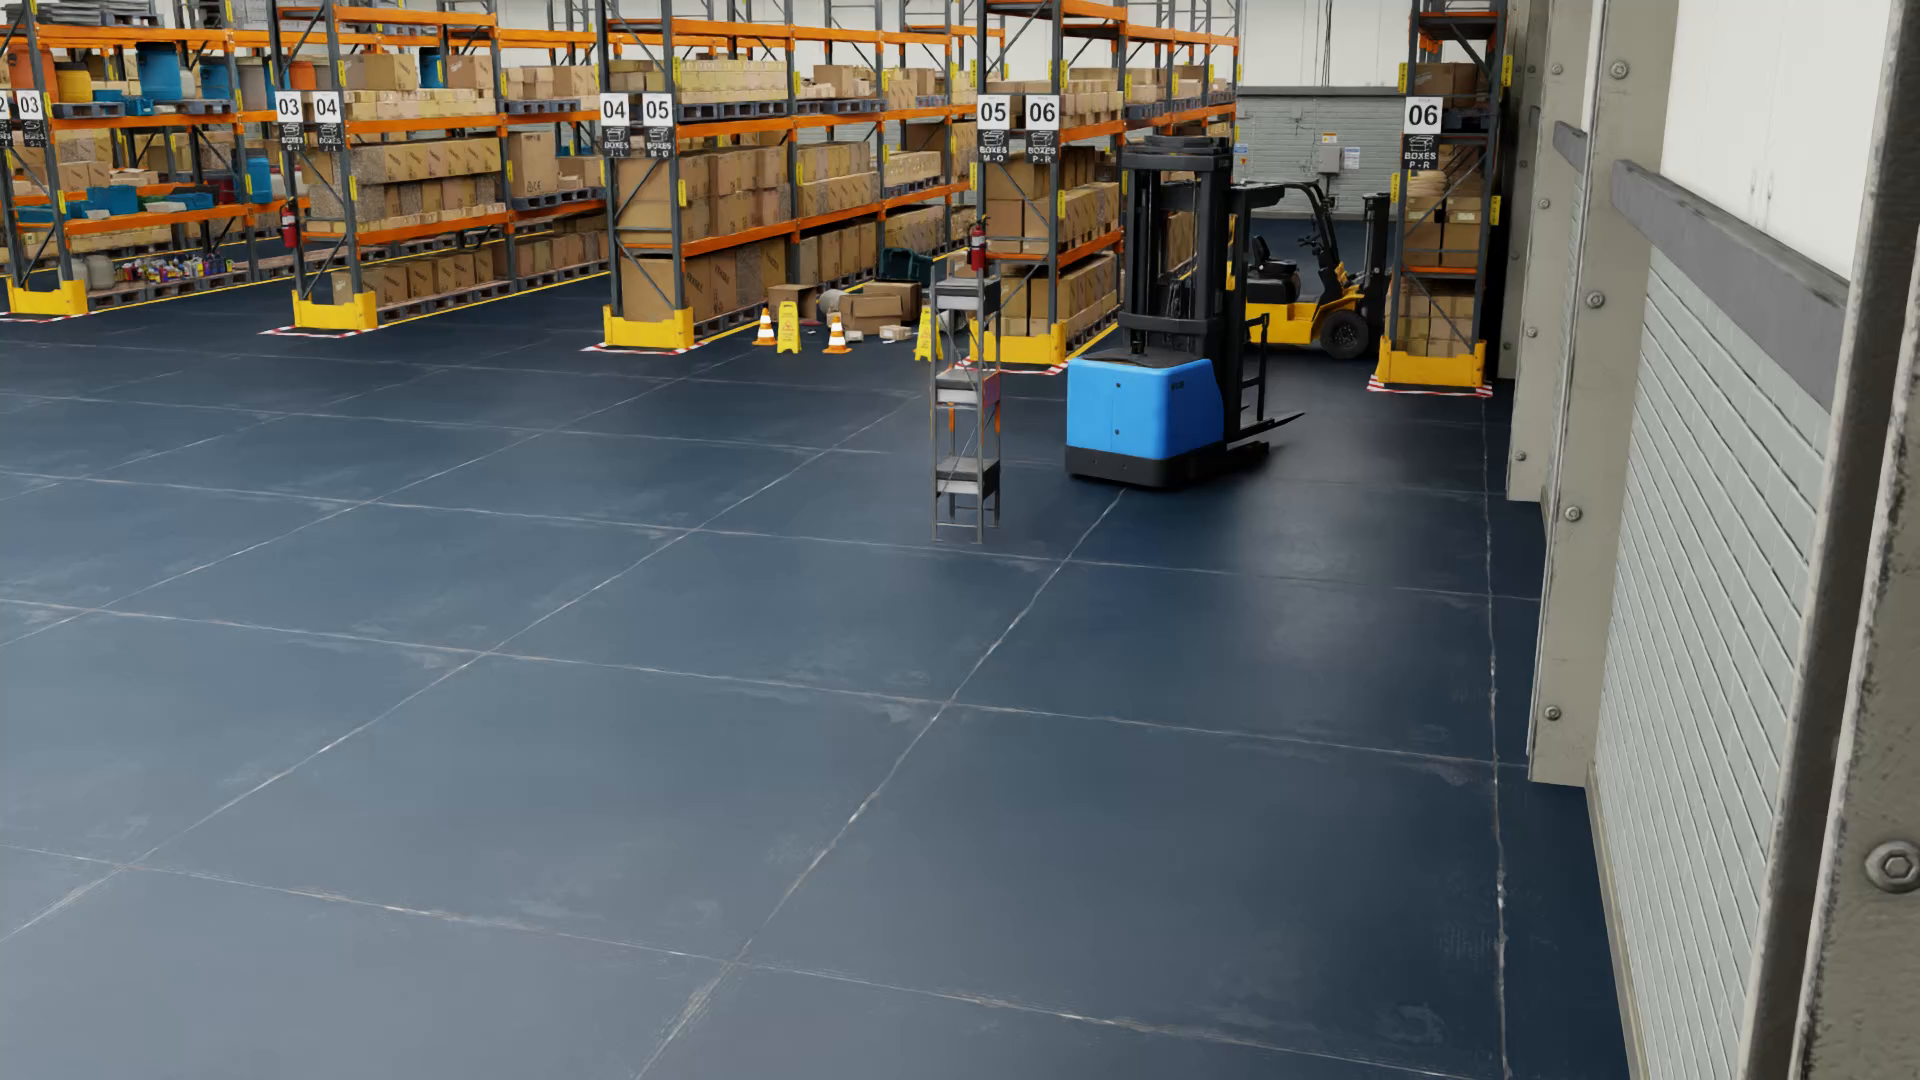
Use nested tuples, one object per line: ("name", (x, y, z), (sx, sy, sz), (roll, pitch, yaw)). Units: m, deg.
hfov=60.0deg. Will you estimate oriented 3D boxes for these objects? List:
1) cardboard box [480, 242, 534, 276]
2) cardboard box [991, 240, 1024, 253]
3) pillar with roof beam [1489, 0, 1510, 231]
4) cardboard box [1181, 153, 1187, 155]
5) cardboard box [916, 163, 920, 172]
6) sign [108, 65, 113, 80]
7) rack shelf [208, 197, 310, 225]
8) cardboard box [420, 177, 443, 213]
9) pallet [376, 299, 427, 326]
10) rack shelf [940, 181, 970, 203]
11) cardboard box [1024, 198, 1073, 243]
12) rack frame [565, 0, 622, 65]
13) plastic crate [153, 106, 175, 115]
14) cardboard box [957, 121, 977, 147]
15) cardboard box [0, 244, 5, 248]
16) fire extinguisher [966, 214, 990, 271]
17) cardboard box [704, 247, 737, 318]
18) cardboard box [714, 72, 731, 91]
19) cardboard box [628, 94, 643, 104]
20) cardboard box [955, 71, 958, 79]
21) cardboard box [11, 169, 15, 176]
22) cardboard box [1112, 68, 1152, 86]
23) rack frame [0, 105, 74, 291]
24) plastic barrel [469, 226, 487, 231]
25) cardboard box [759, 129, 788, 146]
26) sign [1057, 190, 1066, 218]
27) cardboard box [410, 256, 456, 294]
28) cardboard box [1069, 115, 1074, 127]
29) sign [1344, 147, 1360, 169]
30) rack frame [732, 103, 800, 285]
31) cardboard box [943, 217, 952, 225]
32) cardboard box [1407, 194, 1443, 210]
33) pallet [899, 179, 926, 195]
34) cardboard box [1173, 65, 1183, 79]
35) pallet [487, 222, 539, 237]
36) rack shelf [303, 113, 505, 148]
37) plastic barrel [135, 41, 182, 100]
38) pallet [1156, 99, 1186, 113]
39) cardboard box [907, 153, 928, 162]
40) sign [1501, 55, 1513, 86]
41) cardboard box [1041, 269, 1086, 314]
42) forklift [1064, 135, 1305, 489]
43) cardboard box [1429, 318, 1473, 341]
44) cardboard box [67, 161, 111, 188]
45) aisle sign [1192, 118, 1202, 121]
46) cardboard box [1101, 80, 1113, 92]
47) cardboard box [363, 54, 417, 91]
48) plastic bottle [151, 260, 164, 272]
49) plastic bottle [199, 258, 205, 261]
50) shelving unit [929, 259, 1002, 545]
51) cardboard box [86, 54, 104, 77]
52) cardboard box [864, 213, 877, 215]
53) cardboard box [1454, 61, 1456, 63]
("cardboard box", (-7.474, -4.647, 27.490), (0.700, 0.500, 0.500), (3, 16, 12))
("cardboard box", (0.597, -3.658, 20.688), (0.380, 0.149, 0.250), (5, 17, 18))
("pillar with roof beam", (7.506, -11.321, 36.253), (9.100, 9.000, 0.400), (5, 16, 16))
("cardboard box", (3.637, -6.661, 28.800), (0.500, 0.500, 0.500), (5, 17, 17))
("cardboard box", (-0.963, -6.921, 30.877), (0.380, 0.149, 0.250), (5, 17, 16))
("sign", (-19.120, -10.528, 37.428), (0.100, 0.325, 0.005), (5, 16, 16))
("rack shelf", (-11.849, -6.040, 29.946), (1.077, 0.370, 4.000), (5, 16, 16))
("cardboard box", (-8.259, -5.163, 24.806), (0.875, 0.500, 0.500), (5, 16, 16))
("pallet", (-8.519, -3.321, 24.150), (1.003, 0.211, 1.213), (5, 16, 16))
("rack shelf", (-0.100, -7.338, 34.522), (1.077, 0.370, 4.000), (5, 16, 16))
("cardboard box", (1.096, -3.958, 20.557), (0.500, 0.500, 0.500), (4, 16, 15))
("rack frame", (-6.532, -9.412, 29.520), (1.000, 3.000, 0.127), (5, 16, 16))
("plastic crate", (-12.486, -6.728, 26.039), (0.243, 0.136, 0.396), (5, 16, 16))
("cardboard box", (0.146, -8.333, 34.149), (0.500, 0.500, 0.500), (4, 16, 14))
("cardboard box", (-17.326, -5.258, 30.140), (0.500, 0.250, 0.500), (4, 16, 15))
("fire extinguisher", (0.222, -3.633, 20.281), (0.296, 0.674, 0.183), (5, 16, 16))
("cardboard box", (-3.701, -3.614, 23.198), (0.875, 0.875, 0.875), (4, 16, 15))
("cardboard box", (-3.410, -6.157, 22.319), (0.500, 0.250, 0.500), (4, 16, 15))
("cardboard box", (-4.309, -5.707, 21.463), (0.380, 0.149, 0.250), (5, 16, 16))
("cardboard box", (-0.244, -9.090, 32.511), (0.380, 0.149, 0.250), (4, 16, 13))
("cardboard box", (-20.227, -7.763, 35.125), (0.380, 0.149, 0.250), (5, 17, 18))
("cardboard box", (2.515, -6.777, 24.317), (0.500, 0.250, 0.500), (4, 16, 15))
("rack frame", (-13.554, -4.817, 24.313), (1.000, 3.000, 0.127), (5, 16, 16))
("plastic barrel", (-10.315, -7.008, 35.114), (0.600, 0.901, 0.708), (5, 16, 16))
("cardboard box", (-4.145, -8.902, 37.074), (0.500, 0.500, 0.500), (5, 17, 17))
("sign", (1.216, -4.038, 19.984), (0.100, 0.325, 0.005), (5, 16, 16))
("cardboard box", (-8.077, -4.058, 25.450), (0.500, 0.500, 0.500), (3, 16, 11))
("cardboard box", (1.198, -5.190, 20.594), (0.380, 0.149, 0.250), (5, 17, 17))
("sign", (9.328, -9.096, 39.576), (0.329, 0.494, 0.001), (5, 16, 16))
("rack frame", (-2.942, -5.068, 25.200), (1.000, 3.000, 0.127), (5, 16, 16))
("cardboard box", (-0.372, -6.352, 33.090), (0.380, 0.149, 0.250), (5, 17, 18))
("cardboard box", (5.356, -3.893, 19.142), (0.380, 0.149, 0.250), (5, 16, 16))
("pallet", (-1.282, -6.543, 30.752), (1.003, 0.211, 1.213), (5, 16, 16))
("cardboard box", (4.458, -8.902, 32.077), (0.797, 0.503, 0.637), (6, 17, 20))
("pallet", (-9.972, -6.810, 36.451), (1.003, 0.211, 1.213), (5, 16, 16))
("rack shelf", (-8.237, -6.053, 24.493), (1.077, 0.370, 4.000), (5, 16, 16))
("plastic barrel", (-12.803, -7.497, 26.579), (0.600, 0.901, 0.708), (5, 16, 16))
("pallet", (3.101, -7.282, 27.854), (1.213, 0.211, 1.003), (5, 17, 18))
("cardboard box", (-0.821, -7.202, 31.323), (0.380, 0.149, 0.250), (5, 16, 16))
("sign", (5.986, -5.137, 18.200), (0.100, 0.325, 0.005), (5, 16, 16))
("cardboard box", (1.341, -3.237, 21.639), (0.500, 0.500, 0.500), (4, 16, 14))
("forklift", (2.226, -2.193, 15.188), (1.130, 2.935, 3.031), (12, 20, 36))
("cardboard box", (5.789, -2.507, 19.523), (0.500, 0.250, 0.500), (5, 17, 17))
("cardboard box", (-16.490, -6.902, 31.484), (0.500, 0.500, 0.500), (4, 16, 13))
("aisle sign", (4.985, -9.142, 34.799), (0.394, 0.787, 0.004), (5, 16, 16))
("cardboard box", (1.844, -6.103, 22.352), (0.380, 0.149, 0.250), (5, 17, 18))
("cardboard box", (-8.125, -6.675, 23.723), (0.500, 0.500, 0.500), (5, 16, 16))
("plastic bottle", (-13.070, -4.420, 27.100), (0.152, 0.276, 0.135), (5, 16, 16))
("plastic bottle", (-12.528, -4.528, 27.482), (0.152, 0.276, 0.135), (5, 16, 16))
("shelving unit", (0.047, -1.053, 12.696), (0.431, 2.100, 0.503), (5, 16, 16))
("cardboard box", (-19.668, -10.907, 38.237), (0.500, 0.500, 0.500), (4, 16, 15))
("cardboard box", (-1.729, -5.807, 30.242), (0.500, 0.250, 0.500), (5, 17, 17))
("cardboard box", (8.845, -8.249, 29.121), (0.396, 0.266, 0.258), (4, 16, 15))
